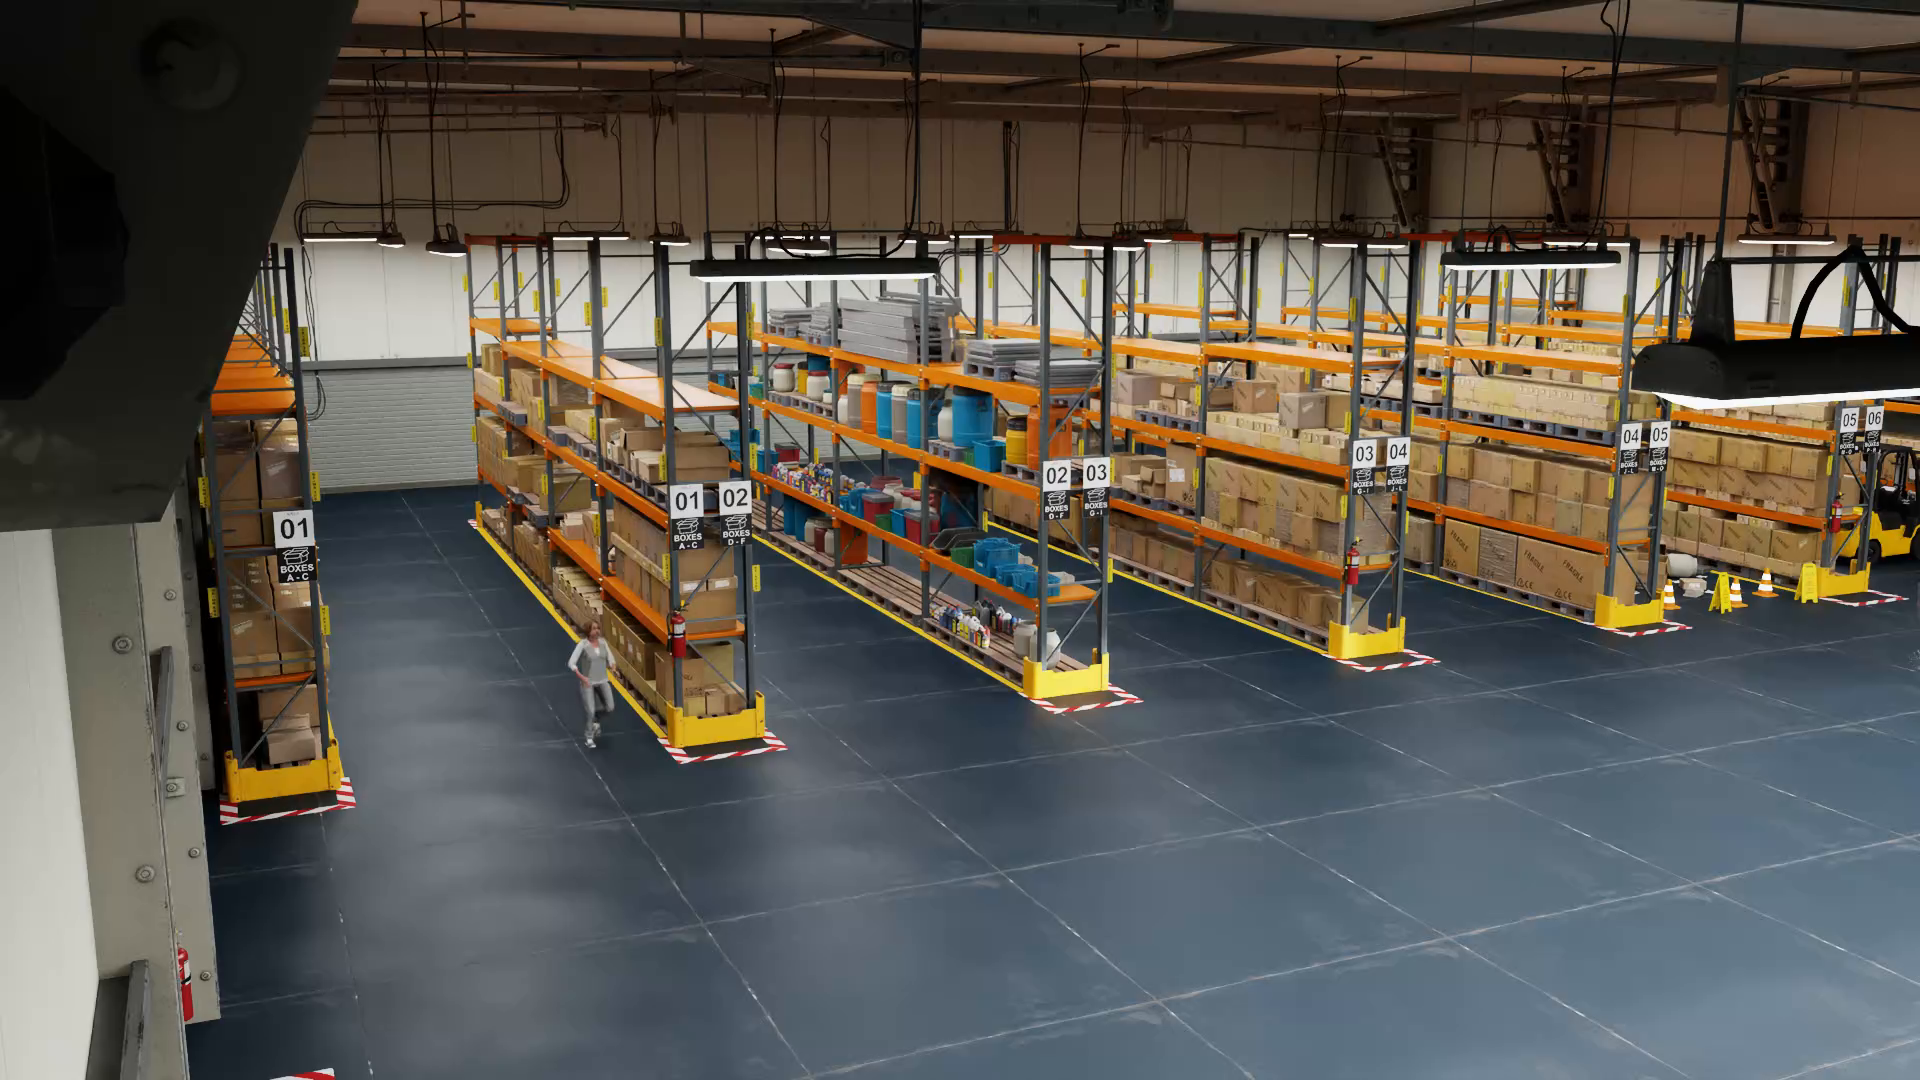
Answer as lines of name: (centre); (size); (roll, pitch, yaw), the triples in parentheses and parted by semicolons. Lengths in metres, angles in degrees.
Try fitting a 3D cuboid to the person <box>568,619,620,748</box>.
person: (-4.430, 1.733, 20.154); (0.605, 1.548, 0.468); (-7, 13, -34)
